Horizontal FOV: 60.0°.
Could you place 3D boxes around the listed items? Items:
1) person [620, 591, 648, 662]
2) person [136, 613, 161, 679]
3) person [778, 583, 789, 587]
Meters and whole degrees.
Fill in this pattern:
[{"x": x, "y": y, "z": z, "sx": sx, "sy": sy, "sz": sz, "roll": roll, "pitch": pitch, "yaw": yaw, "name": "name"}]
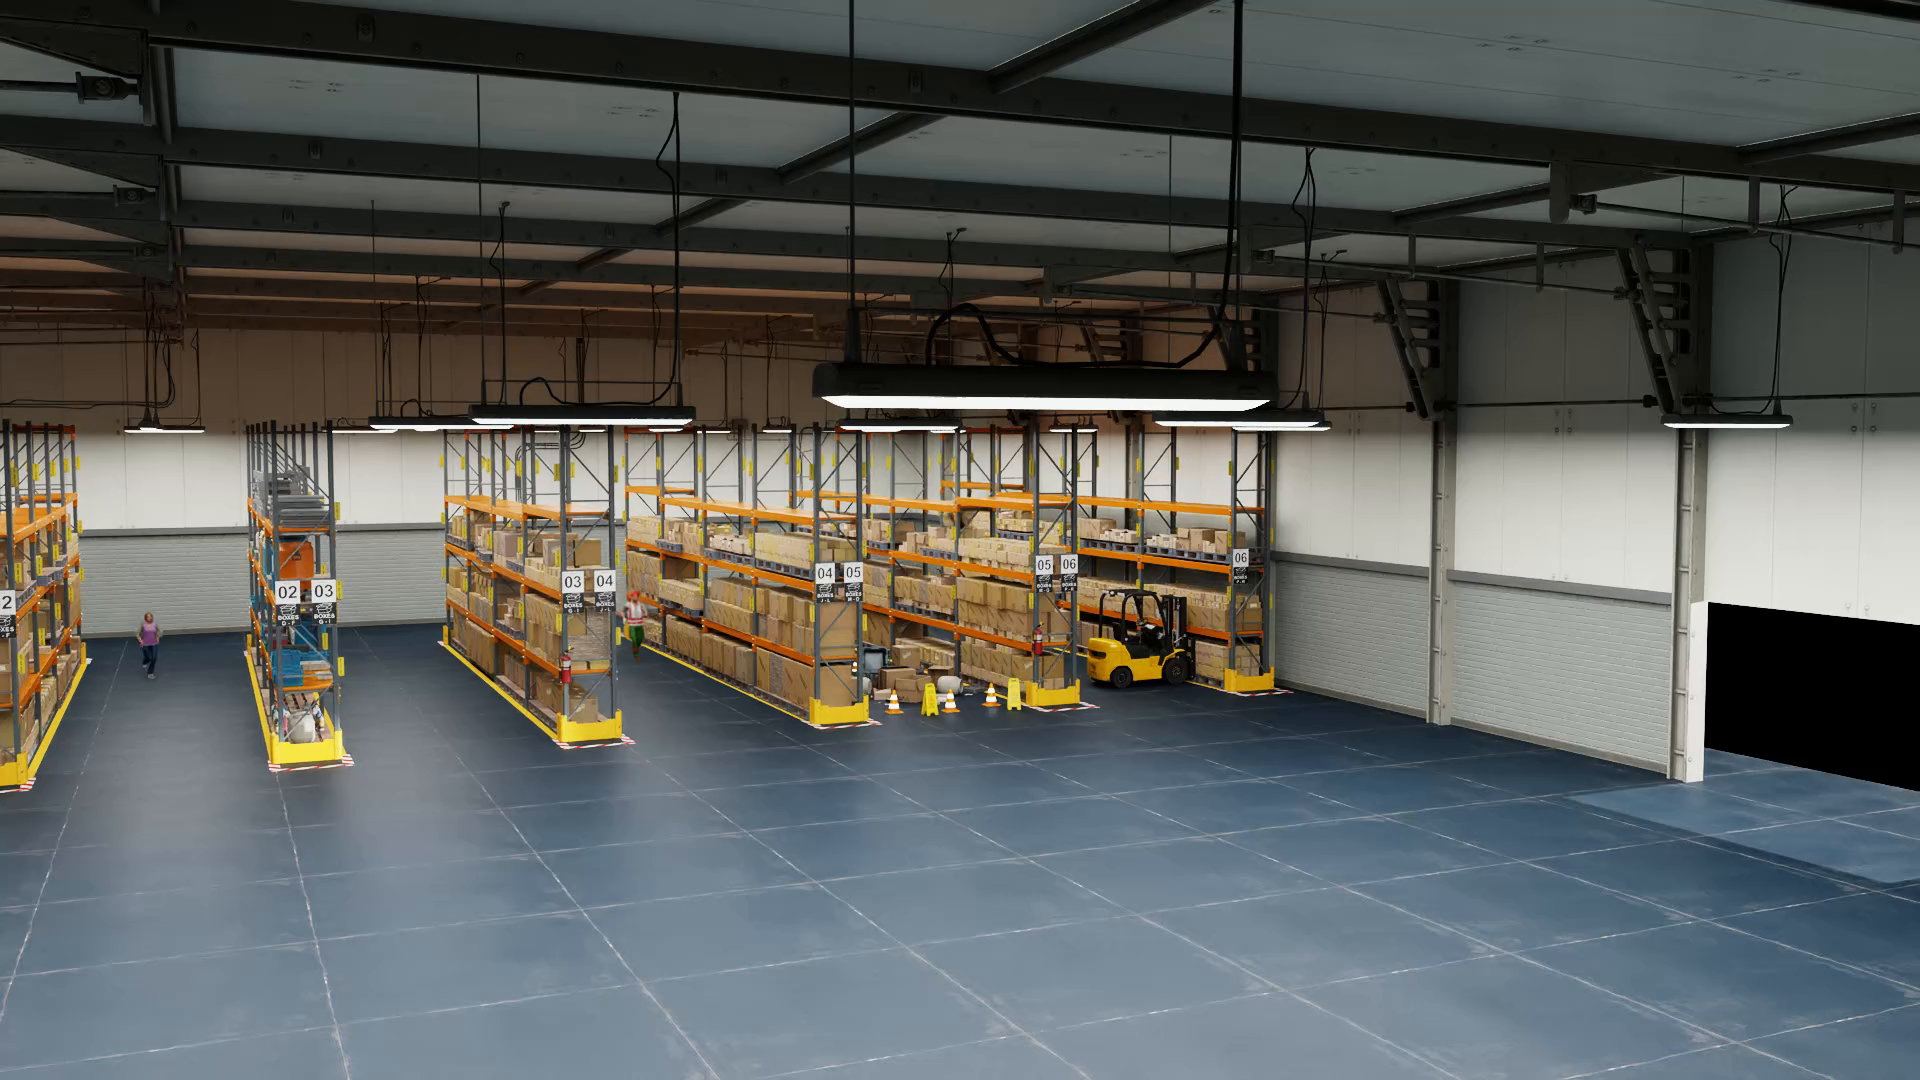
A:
[{"x": -8.249, "y": 2.179, "z": 42.269, "sx": 0.665, "sy": 1.767, "sz": 0.980, "roll": -2, "pitch": 4, "yaw": -26, "name": "person"}, {"x": -19.214, "y": 2.493, "z": 39.412, "sx": 0.530, "sy": 1.560, "sz": 0.547, "roll": -3, "pitch": 5, "yaw": -39, "name": "person"}, {"x": -5.482, "y": 1.749, "z": 51.134, "sx": 0.573, "sy": 1.561, "sz": 0.727, "roll": 0, "pitch": 4, "yaw": -3, "name": "person"}]
